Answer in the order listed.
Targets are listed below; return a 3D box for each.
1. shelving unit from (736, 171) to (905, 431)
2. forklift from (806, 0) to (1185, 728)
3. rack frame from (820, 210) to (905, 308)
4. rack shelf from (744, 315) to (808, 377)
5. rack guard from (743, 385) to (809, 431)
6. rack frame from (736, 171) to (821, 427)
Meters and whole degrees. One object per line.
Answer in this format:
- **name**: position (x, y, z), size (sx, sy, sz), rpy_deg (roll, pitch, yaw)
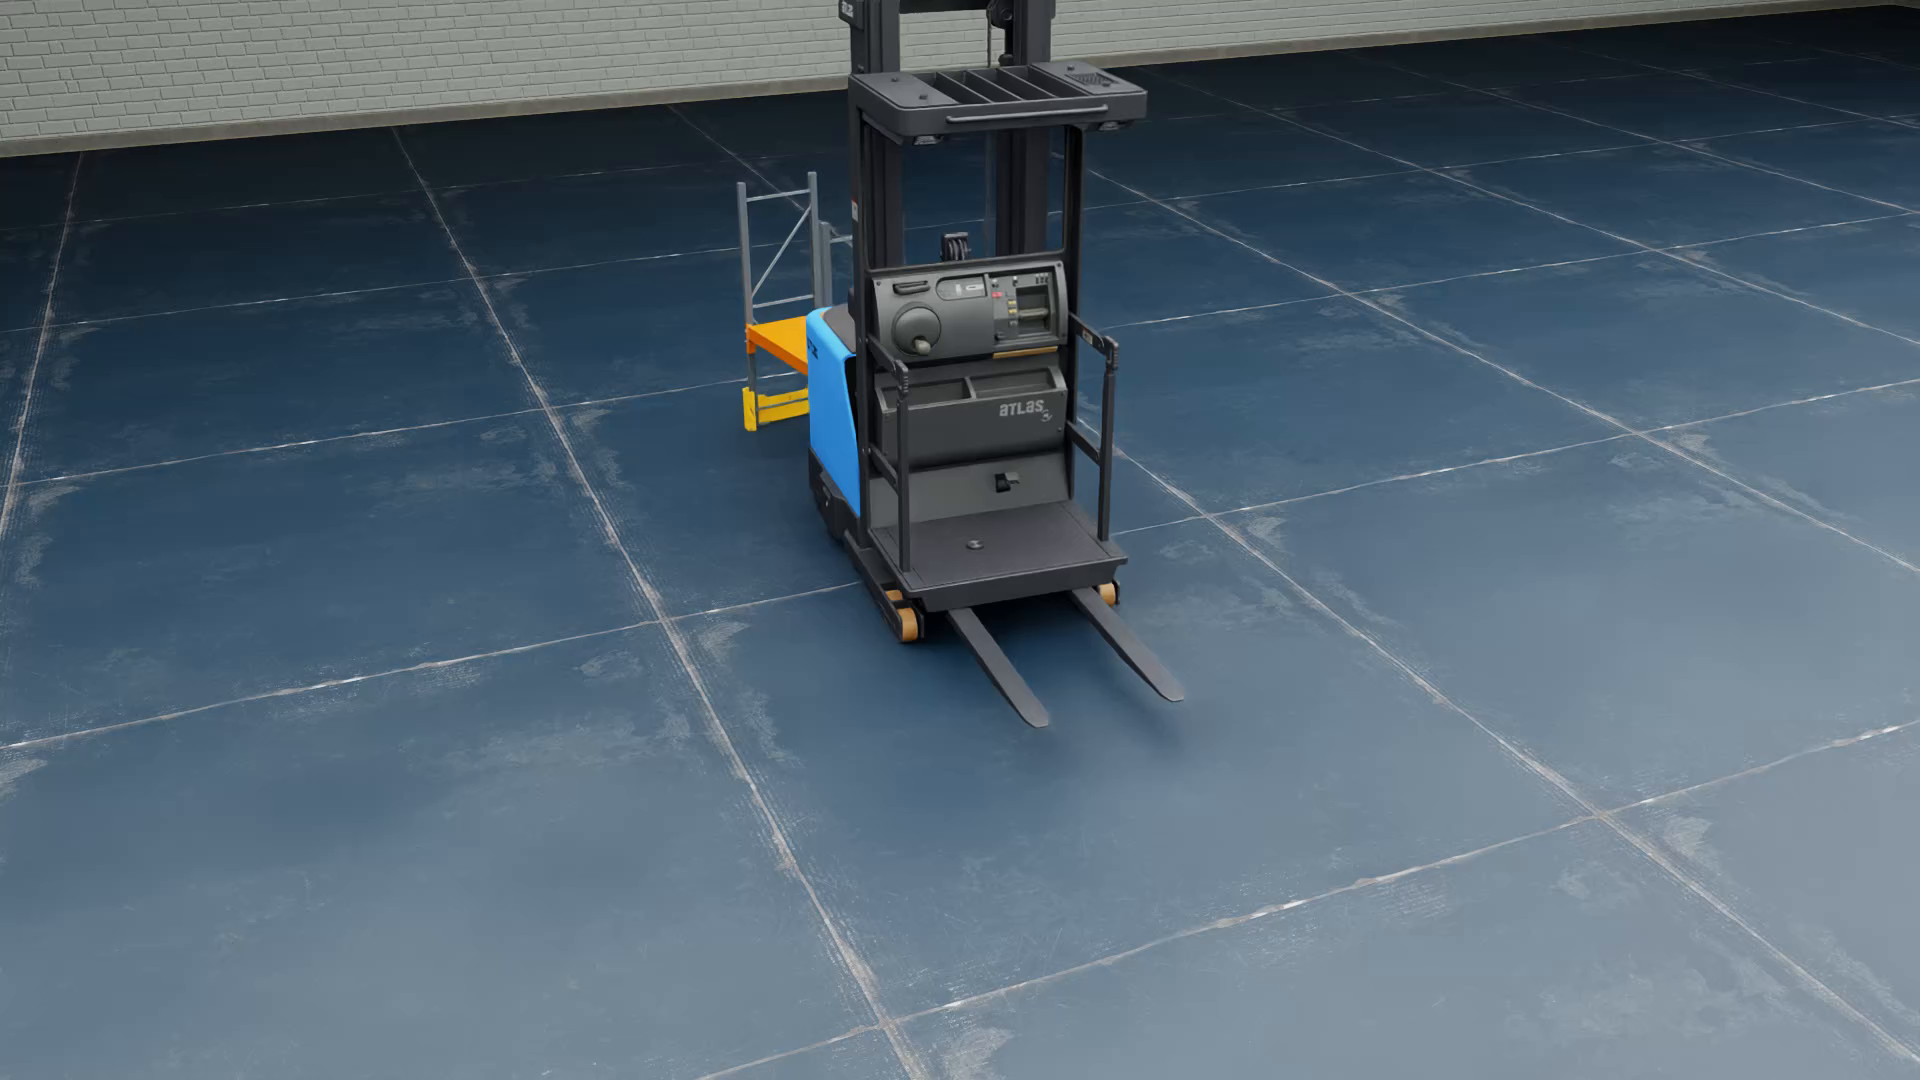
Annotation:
- **shelving unit**: position (-0.786, -1.234, 9.569), size (0.587, 1.500, 1.083), rpy_deg (-15, 30, -29)
- **forklift**: position (0.127, -1.037, 7.534), size (1.130, 2.935, 3.031), rpy_deg (-9, 27, -17)
- **rack frame**: position (-0.519, -1.049, 9.189), size (0.500, 1.500, 0.032), rpy_deg (-15, 30, -29)
- **rack shelf**: position (-0.790, -1.076, 9.655), size (0.538, 0.185, 1.000), rpy_deg (-15, 30, -29)
- **rack guard**: position (-1.051, -0.858, 10.222), size (0.587, 0.250, 0.087), rpy_deg (-15, 30, -29)
- **rack frame**: position (-1.062, -1.426, 9.962), size (0.500, 1.500, 0.032), rpy_deg (-15, 30, -29)
